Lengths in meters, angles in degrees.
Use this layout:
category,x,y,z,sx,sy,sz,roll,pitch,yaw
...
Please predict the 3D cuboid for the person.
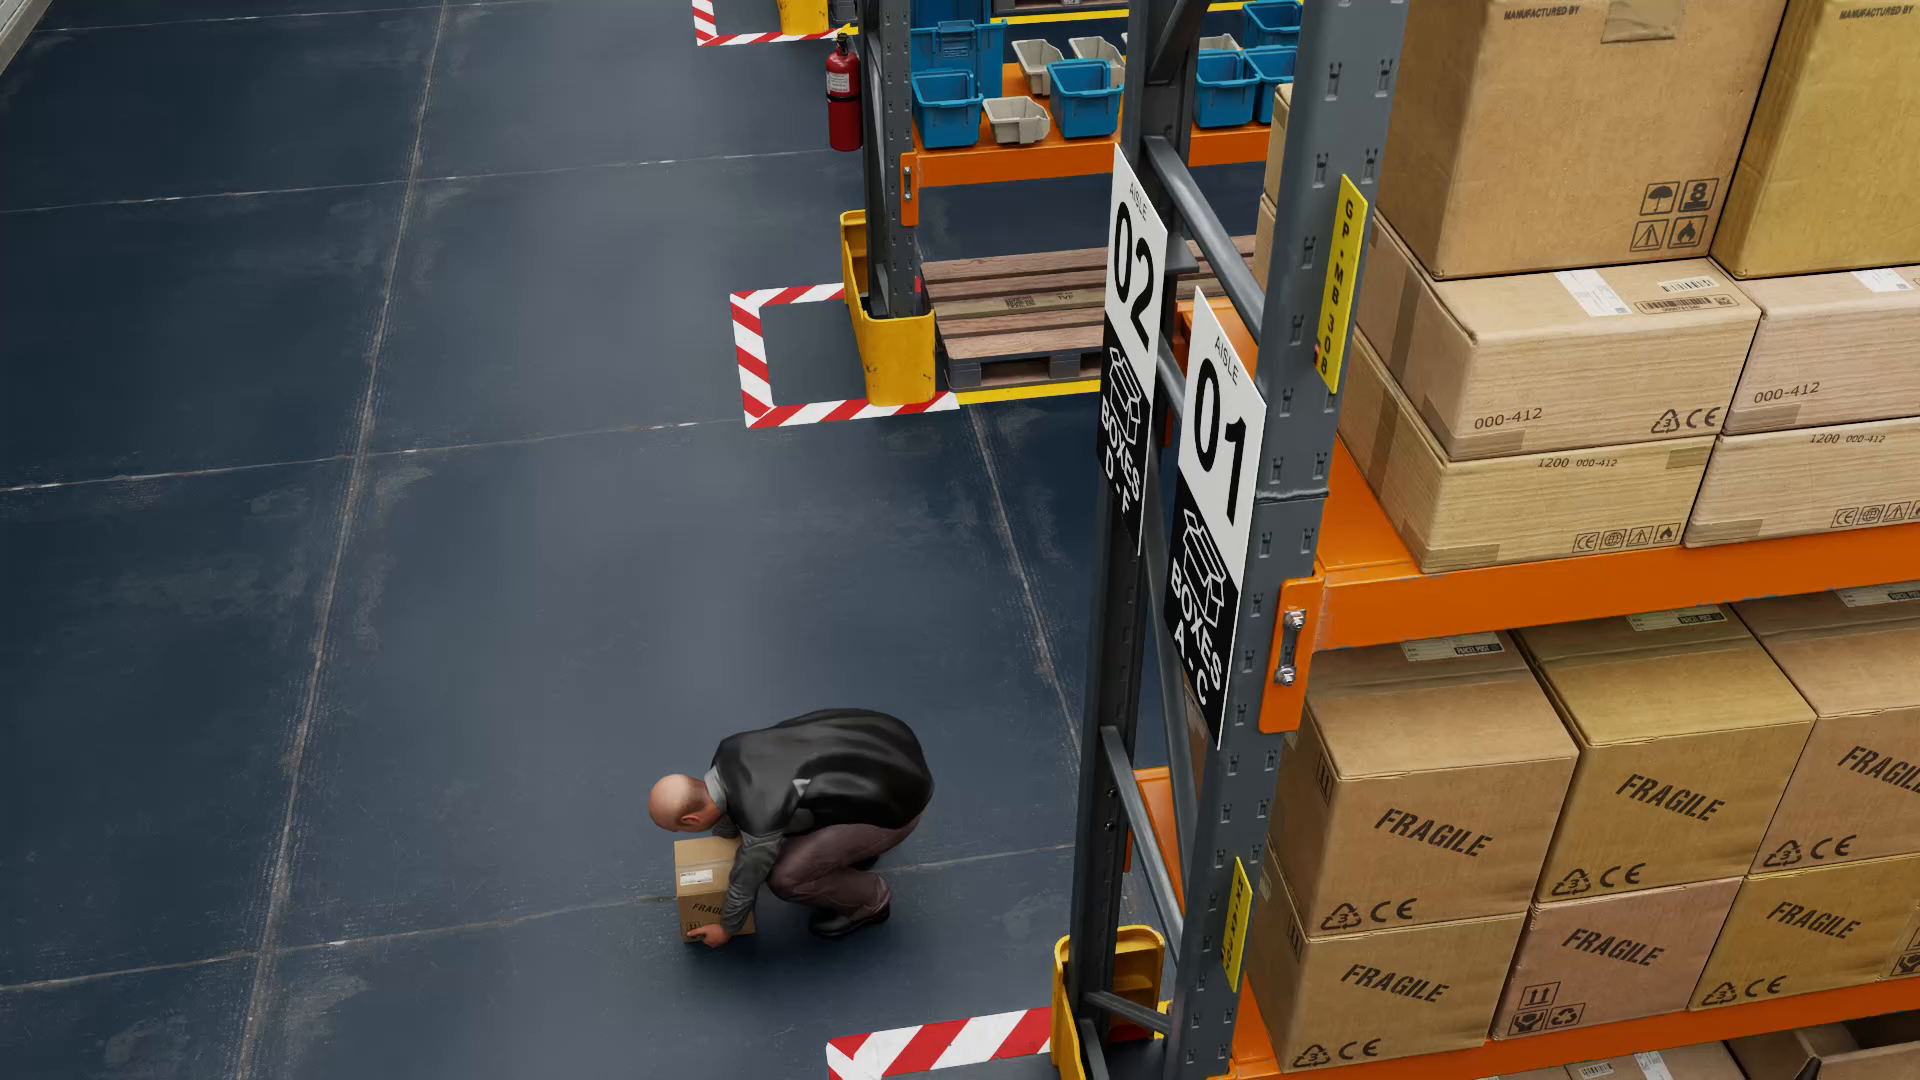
category,x,y,z,sx,sy,sz,roll,pitch,yaw
person,-0.567,0.981,5.702,0.945,0.805,0.506,-9,39,-11
